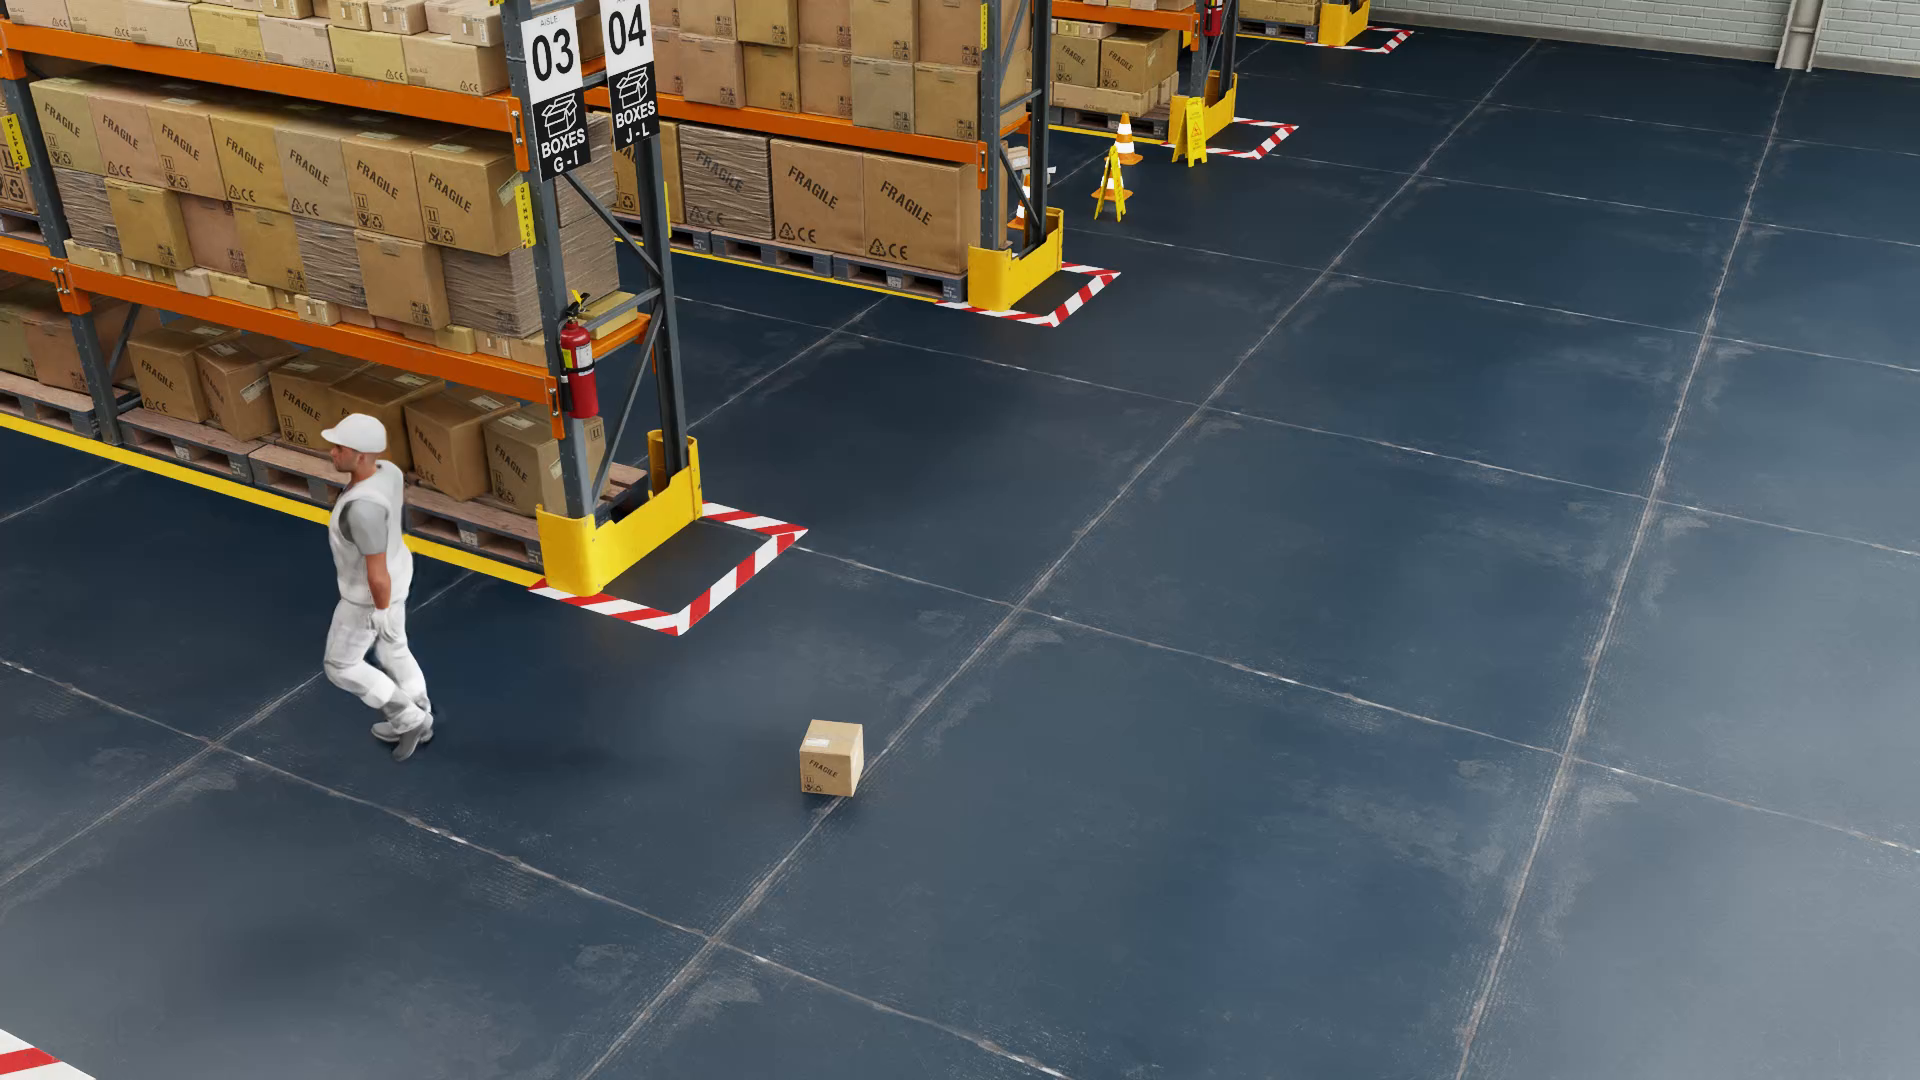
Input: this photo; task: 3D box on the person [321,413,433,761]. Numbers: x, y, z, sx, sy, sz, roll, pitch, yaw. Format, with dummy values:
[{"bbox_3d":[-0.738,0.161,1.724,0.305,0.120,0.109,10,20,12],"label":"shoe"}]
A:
[{"bbox_3d":[-2.782,0.229,7.829,0.455,1.792,0.549,-1,30,-1],"label":"person"}]
